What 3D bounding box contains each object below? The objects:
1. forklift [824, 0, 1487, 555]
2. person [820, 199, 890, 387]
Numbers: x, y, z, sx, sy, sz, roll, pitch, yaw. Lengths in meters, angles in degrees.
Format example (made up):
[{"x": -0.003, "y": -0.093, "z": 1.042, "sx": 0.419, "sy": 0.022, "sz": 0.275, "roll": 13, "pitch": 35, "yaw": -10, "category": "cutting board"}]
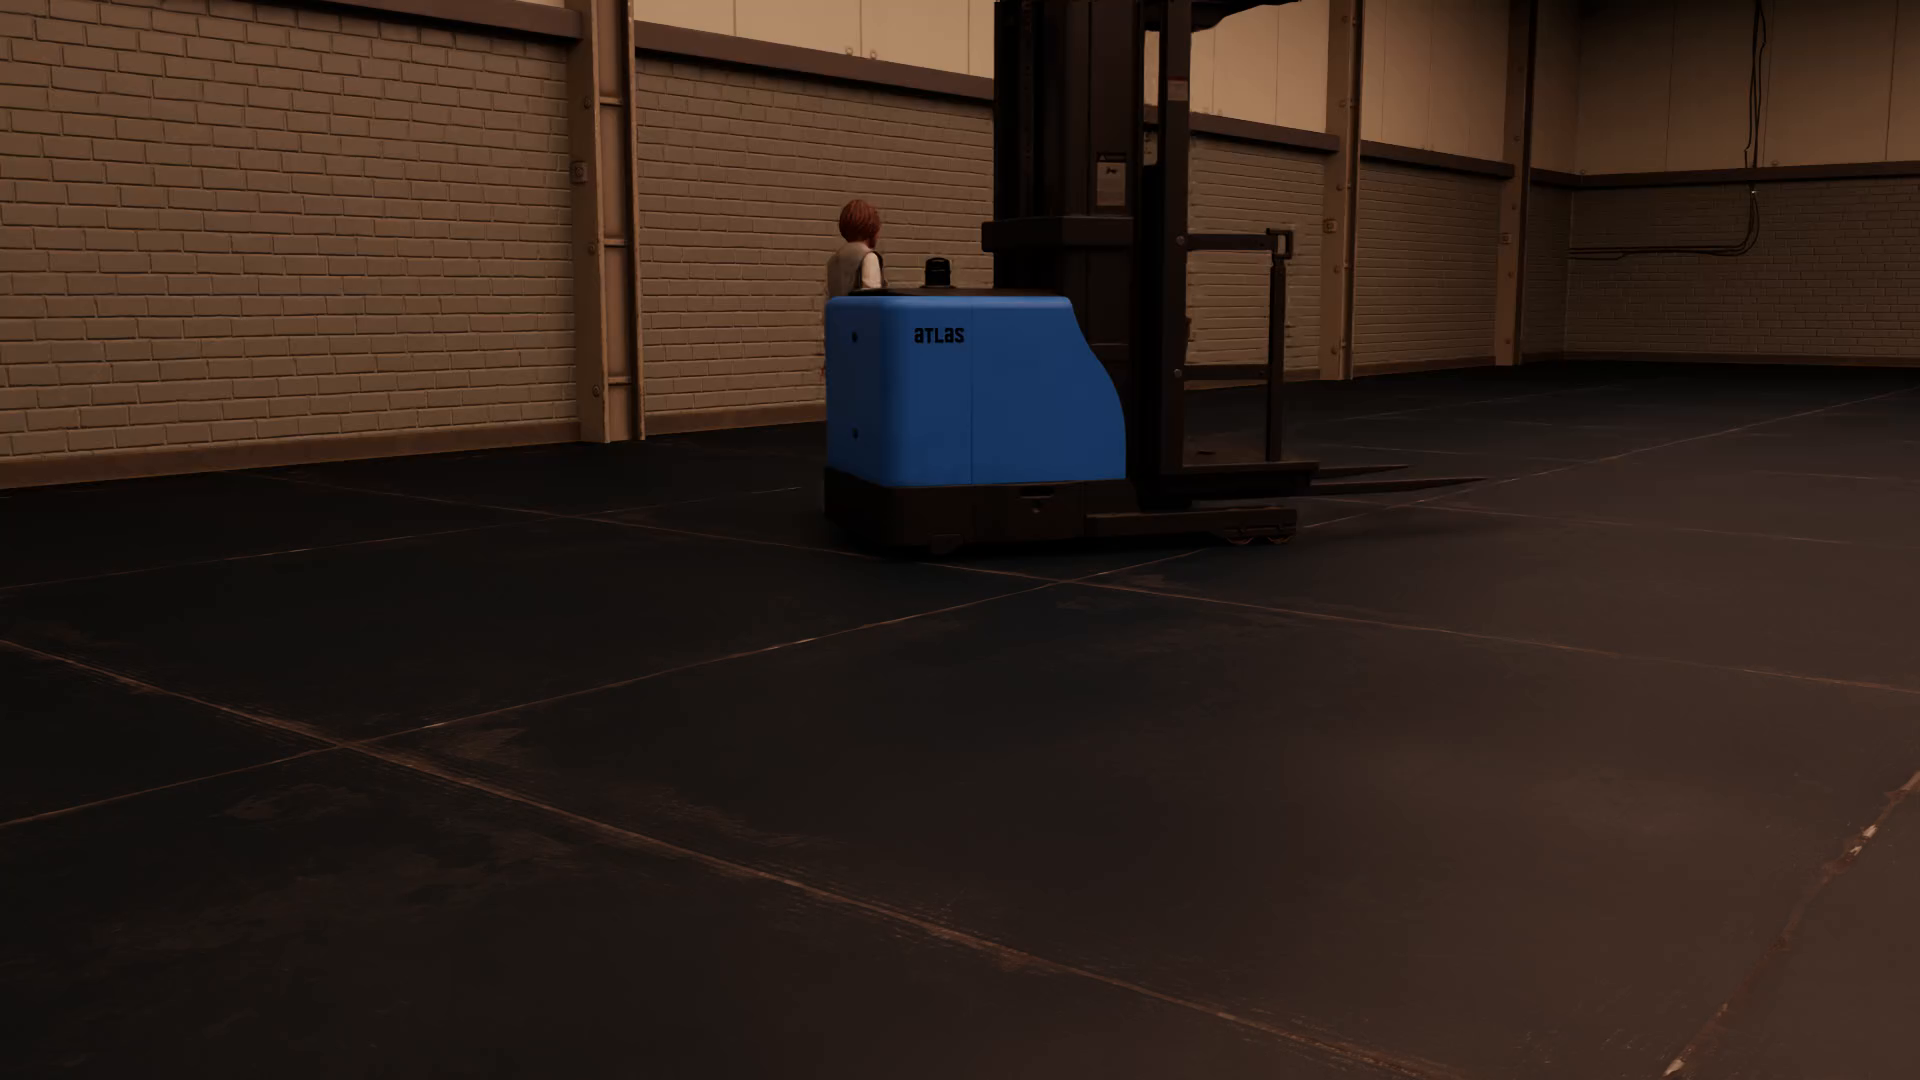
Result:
[{"x": 0.955, "y": -1.493, "z": 7.488, "sx": 3.031, "sy": 2.935, "sz": 1.130, "roll": -3, "pitch": 9, "yaw": -19, "category": "forklift"}, {"x": -0.458, "y": -0.859, "z": 8.065, "sx": 0.342, "sy": 1.541, "sz": 0.647, "roll": -4, "pitch": 9, "yaw": -26, "category": "person"}]
